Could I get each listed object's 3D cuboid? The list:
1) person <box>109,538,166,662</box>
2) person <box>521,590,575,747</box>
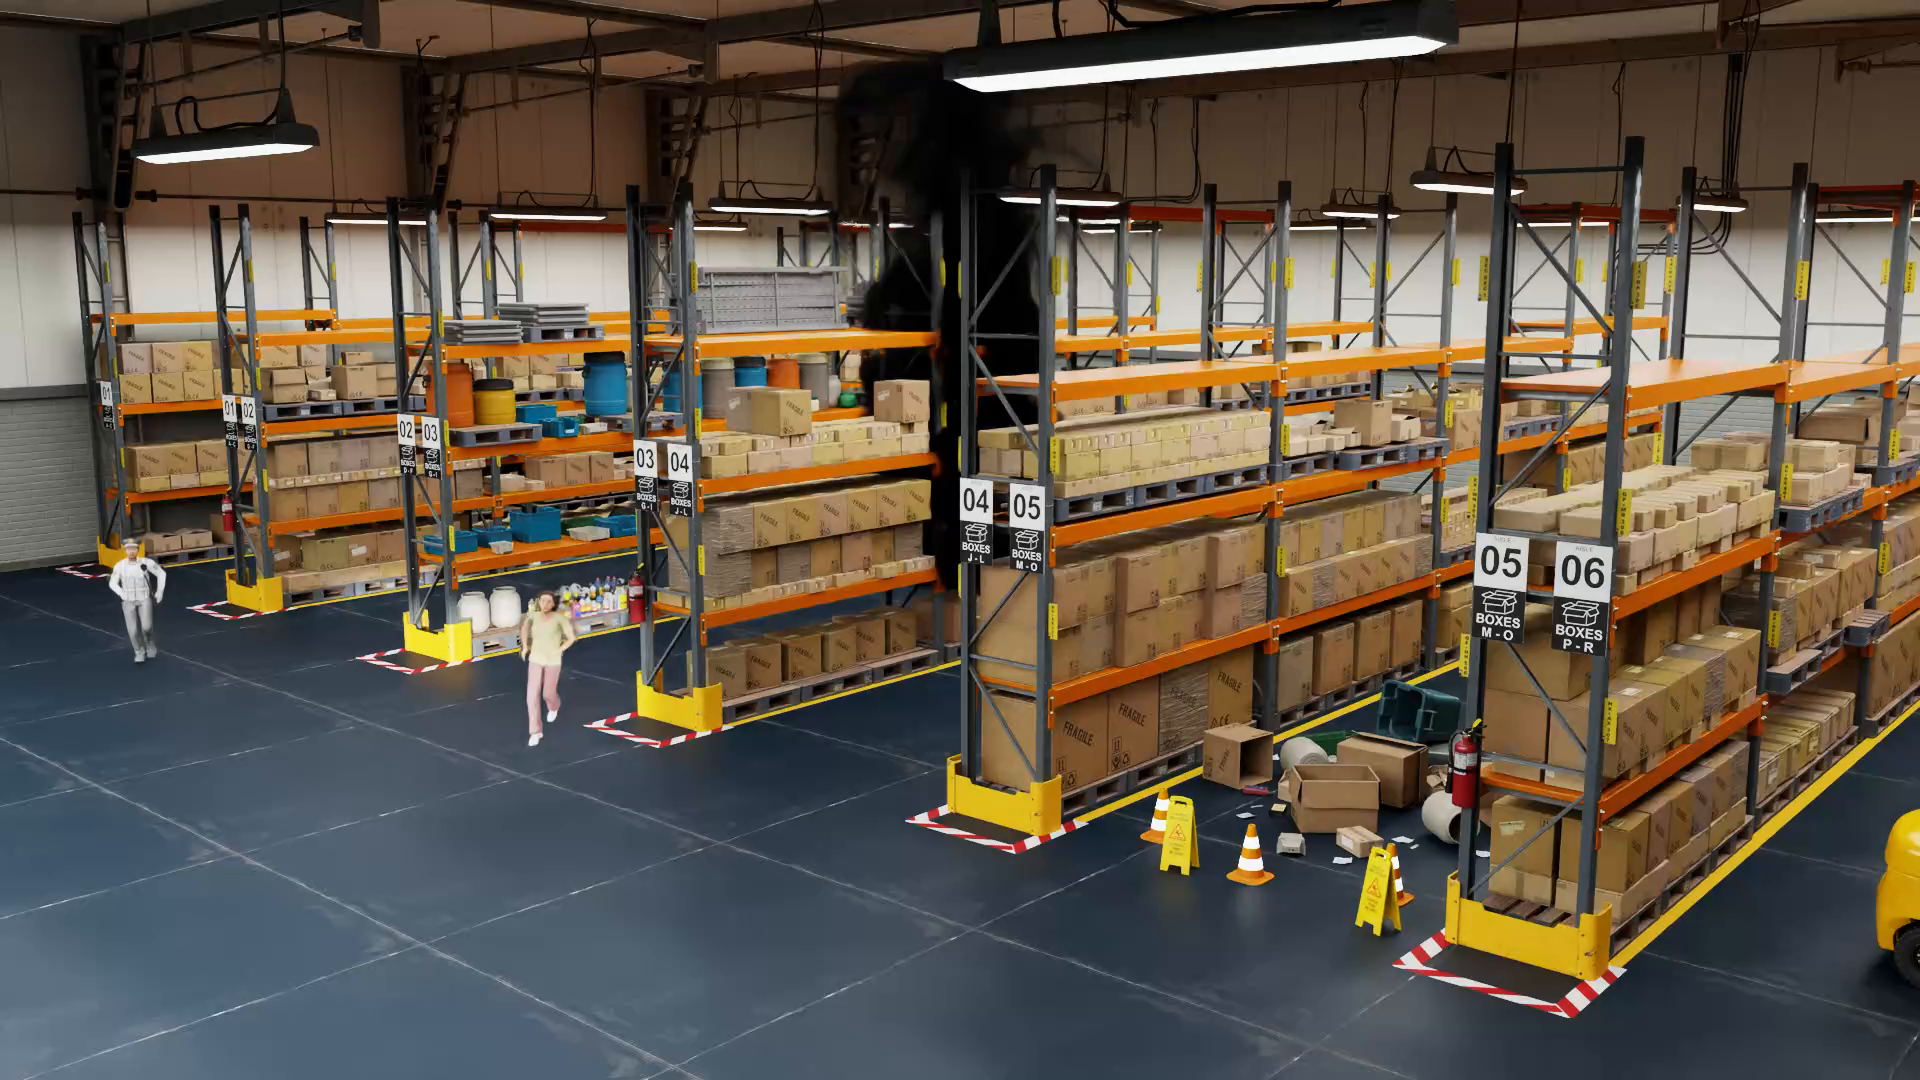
[{"bbox_3d":[-10.622,0.784,21.499,0.659,1.647,0.550,-4,10,-22],"label":"person"},{"bbox_3d":[-4.524,1.353,18.274,0.614,1.665,0.901,0,9,0],"label":"person"}]
